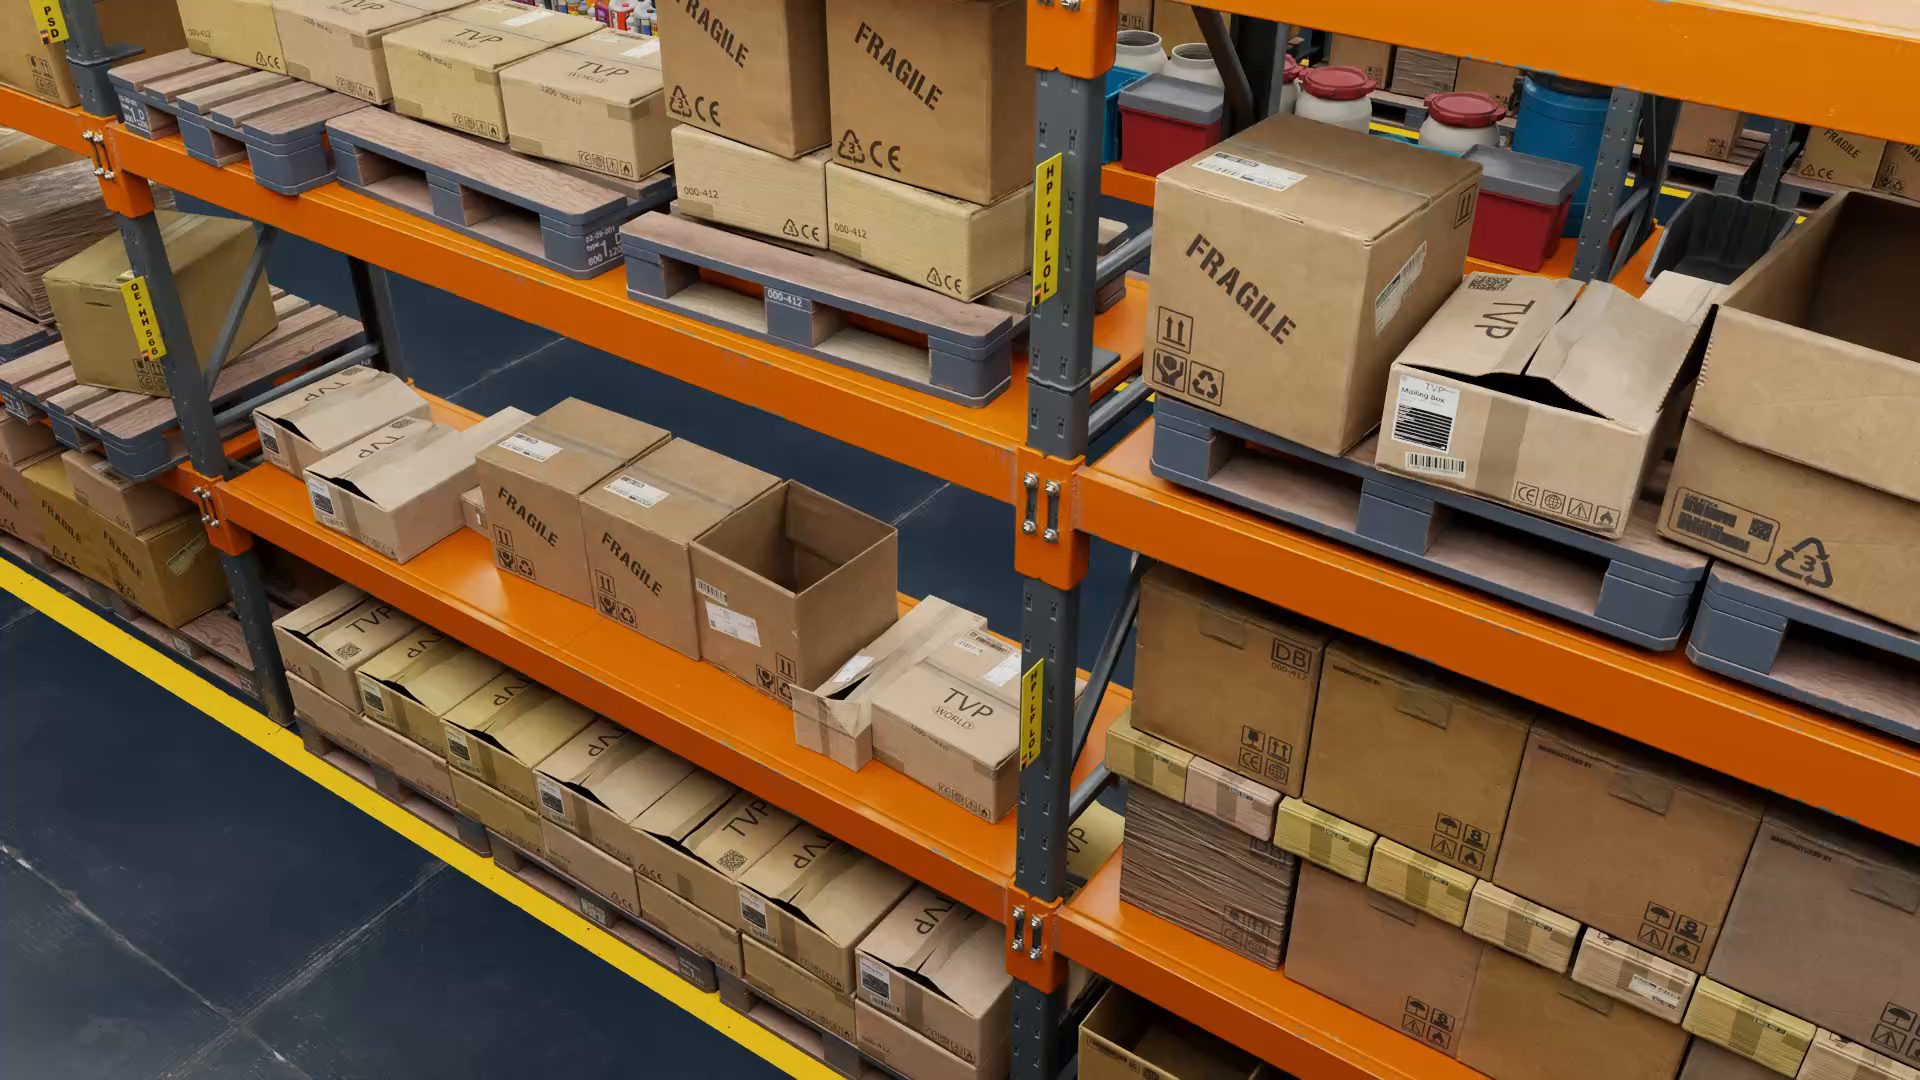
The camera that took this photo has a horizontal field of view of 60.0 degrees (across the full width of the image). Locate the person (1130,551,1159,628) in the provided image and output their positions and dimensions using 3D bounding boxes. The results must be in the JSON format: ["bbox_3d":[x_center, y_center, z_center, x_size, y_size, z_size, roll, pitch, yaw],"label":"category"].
[{"bbox_3d":[0.912,0.299,6.690,0.461,1.760,0.625,21,40,28],"label":"person"}]
